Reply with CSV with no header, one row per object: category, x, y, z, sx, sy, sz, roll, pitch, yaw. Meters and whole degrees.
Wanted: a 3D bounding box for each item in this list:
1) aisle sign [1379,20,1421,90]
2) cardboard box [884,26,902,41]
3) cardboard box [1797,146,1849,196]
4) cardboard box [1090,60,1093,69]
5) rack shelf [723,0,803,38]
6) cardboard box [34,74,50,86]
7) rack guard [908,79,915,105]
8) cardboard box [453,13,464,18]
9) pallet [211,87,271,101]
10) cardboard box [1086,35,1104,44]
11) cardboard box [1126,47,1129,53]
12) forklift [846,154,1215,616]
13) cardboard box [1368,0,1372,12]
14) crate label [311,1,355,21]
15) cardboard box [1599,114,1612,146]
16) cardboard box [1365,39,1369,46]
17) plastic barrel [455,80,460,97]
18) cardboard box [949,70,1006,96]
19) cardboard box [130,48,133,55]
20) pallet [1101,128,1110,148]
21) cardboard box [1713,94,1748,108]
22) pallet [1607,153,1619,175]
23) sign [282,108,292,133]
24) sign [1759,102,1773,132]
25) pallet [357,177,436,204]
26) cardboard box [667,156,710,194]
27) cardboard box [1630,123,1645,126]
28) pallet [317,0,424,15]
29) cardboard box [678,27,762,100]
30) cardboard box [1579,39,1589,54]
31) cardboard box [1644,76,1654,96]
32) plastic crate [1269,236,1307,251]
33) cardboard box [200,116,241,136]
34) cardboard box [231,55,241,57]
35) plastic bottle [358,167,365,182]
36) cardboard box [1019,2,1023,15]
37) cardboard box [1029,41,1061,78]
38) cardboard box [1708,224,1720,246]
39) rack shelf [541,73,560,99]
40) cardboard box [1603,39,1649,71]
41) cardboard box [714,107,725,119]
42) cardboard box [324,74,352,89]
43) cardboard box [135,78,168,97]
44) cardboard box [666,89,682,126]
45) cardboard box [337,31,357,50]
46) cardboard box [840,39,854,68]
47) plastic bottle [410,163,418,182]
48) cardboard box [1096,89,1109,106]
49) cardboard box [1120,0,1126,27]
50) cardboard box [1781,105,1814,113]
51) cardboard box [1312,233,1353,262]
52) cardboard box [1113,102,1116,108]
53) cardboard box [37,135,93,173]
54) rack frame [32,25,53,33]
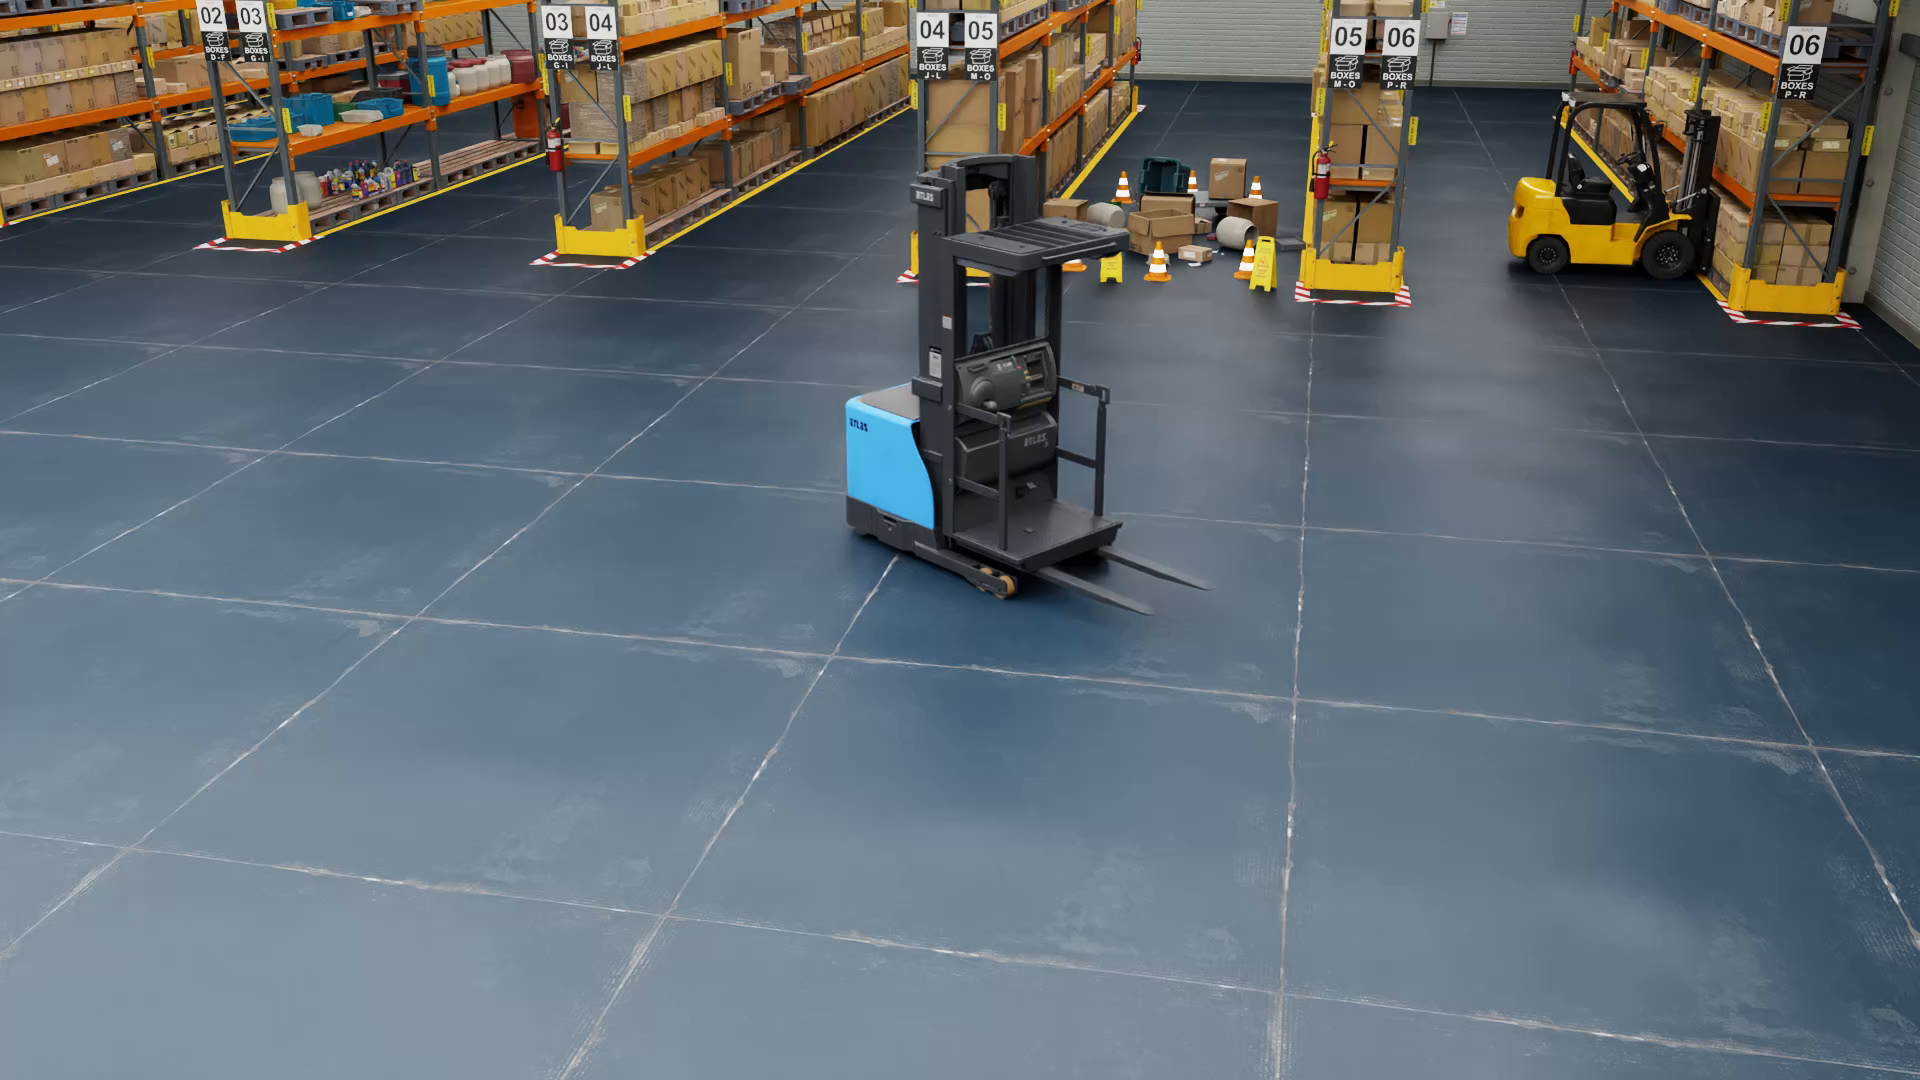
aisle sign,5.131,-5.657,19.404,0.394,0.787,0.004,4,22,11
cardboard box,-1.540,-10.790,35.431,0.500,0.250,0.500,4,22,10
cardboard box,10.073,-4.327,19.447,0.500,0.500,0.500,5,23,13
cardboard box,2.164,-8.475,29.656,0.380,0.149,0.250,5,22,12
rack shelf,-3.637,-8.505,26.903,1.077,0.370,4.000,4,22,11
cardboard box,-14.007,-6.955,25.105,0.380,0.149,0.250,4,22,10
rack guard,-1.591,-9.953,36.899,1.175,0.500,0.348,4,22,11
cardboard box,-11.319,-11.812,36.696,0.500,0.500,0.500,5,22,12
pallet,-16.481,-10.200,37.898,1.003,0.211,1.213,4,22,11
cardboard box,2.478,-9.320,30.959,0.380,0.149,0.250,4,22,9
cardboard box,3.296,-10.156,34.391,0.380,0.149,0.250,5,22,12
forklift,0.484,-1.155,11.797,1.130,2.935,3.031,-19,29,-39
cardboard box,4.847,-6.563,20.388,0.380,0.149,0.250,5,22,11
crate label,-9.005,-7.612,23.923,0.502,0.251,0.408,4,22,11
cardboard box,11.830,-7.384,29.957,0.500,0.500,0.500,5,23,13
cardboard box,4.862,-6.199,20.553,0.380,0.149,0.250,5,22,11
plastic barrel,-8.473,-7.501,27.649,0.301,0.262,0.301,0,22,0
cardboard box,0.109,-5.749,21.467,0.875,0.550,0.550,4,22,11
cardboard box,-17.119,-9.964,33.888,0.380,0.149,0.250,5,23,13
pallet,2.265,-7.648,31.561,1.003,0.211,1.213,4,22,11
cardboard box,10.000,-5.691,21.570,0.380,0.149,0.250,5,22,12
pallet,11.773,-6.467,28.630,1.003,0.211,1.213,4,22,11
sign,-9.172,-5.715,22.658,0.100,0.325,0.005,4,22,11
sign,9.172,-4.814,18.923,0.100,0.325,0.005,4,22,11
pallet,-9.072,-5.557,26.369,1.003,0.211,1.213,4,22,11
cardboard box,-4.166,-5.608,25.546,0.500,0.500,0.500,4,22,9
cardboard box,11.406,-6.870,27.813,0.380,0.149,0.250,5,22,12
pallet,-8.945,-8.126,25.252,1.213,0.211,1.003,4,22,11
cardboard box,-3.746,-7.468,26.017,1.000,1.000,1.000,5,22,11
cardboard box,12.506,-9.710,32.751,0.500,0.250,0.500,5,22,11
cardboard box,10.979,-7.066,25.916,0.500,0.250,0.500,4,22,11
plastic crate,4.533,-4.094,22.912,0.402,0.080,0.583,-3,22,-8
cardboard box,-13.101,-7.346,29.446,0.500,0.311,0.500,5,22,12
cardboard box,-16.564,-11.001,38.068,0.380,0.149,0.250,5,22,12
plastic bottle,-9.376,-5.706,26.069,0.097,0.271,0.097,0,22,0
cardboard box,0.615,-6.916,21.636,0.380,0.149,0.250,4,22,11
cardboard box,1.196,-7.550,26.113,0.700,0.500,0.500,4,22,10
cardboard box,9.691,-3.846,20.838,0.500,0.250,0.500,4,22,10
rack shelf,-7.669,-8.954,32.033,1.077,0.370,4.000,4,22,11
cardboard box,11.831,-8.590,29.472,0.700,0.500,0.500,5,22,12
cardboard box,-3.801,-6.498,25.309,0.380,0.149,0.250,4,22,11
cardboard box,-12.651,-9.266,33.599,0.500,0.250,0.500,5,22,11
cardboard box,-13.684,-7.586,27.875,0.500,0.250,0.500,6,23,14
cardboard box,-4.480,-6.190,23.675,0.875,0.500,0.500,4,22,11
cardboard box,-12.410,-9.988,32.943,0.700,0.500,0.500,-1,22,-3
cardboard box,-2.348,-9.315,31.834,0.500,0.500,0.500,5,23,13
plastic bottle,-8.669,-5.836,26.376,0.061,0.283,0.133,6,23,14
cardboard box,2.518,-8.318,31.271,0.500,0.250,0.500,4,22,9
cardboard box,2.977,-10.393,32.775,0.500,0.500,0.500,5,22,12
cardboard box,10.322,-5.275,20.537,0.380,0.149,0.250,5,22,11
cardboard box,4.747,-3.741,21.247,0.500,0.250,0.500,4,22,11
cardboard box,2.925,-8.733,33.379,0.380,0.149,0.250,6,23,13
cardboard box,-13.922,-6.004,25.861,0.500,0.500,0.500,4,22,11
rack frame,-17.776,-9.311,31.958,1.000,3.000,0.127,4,22,11
